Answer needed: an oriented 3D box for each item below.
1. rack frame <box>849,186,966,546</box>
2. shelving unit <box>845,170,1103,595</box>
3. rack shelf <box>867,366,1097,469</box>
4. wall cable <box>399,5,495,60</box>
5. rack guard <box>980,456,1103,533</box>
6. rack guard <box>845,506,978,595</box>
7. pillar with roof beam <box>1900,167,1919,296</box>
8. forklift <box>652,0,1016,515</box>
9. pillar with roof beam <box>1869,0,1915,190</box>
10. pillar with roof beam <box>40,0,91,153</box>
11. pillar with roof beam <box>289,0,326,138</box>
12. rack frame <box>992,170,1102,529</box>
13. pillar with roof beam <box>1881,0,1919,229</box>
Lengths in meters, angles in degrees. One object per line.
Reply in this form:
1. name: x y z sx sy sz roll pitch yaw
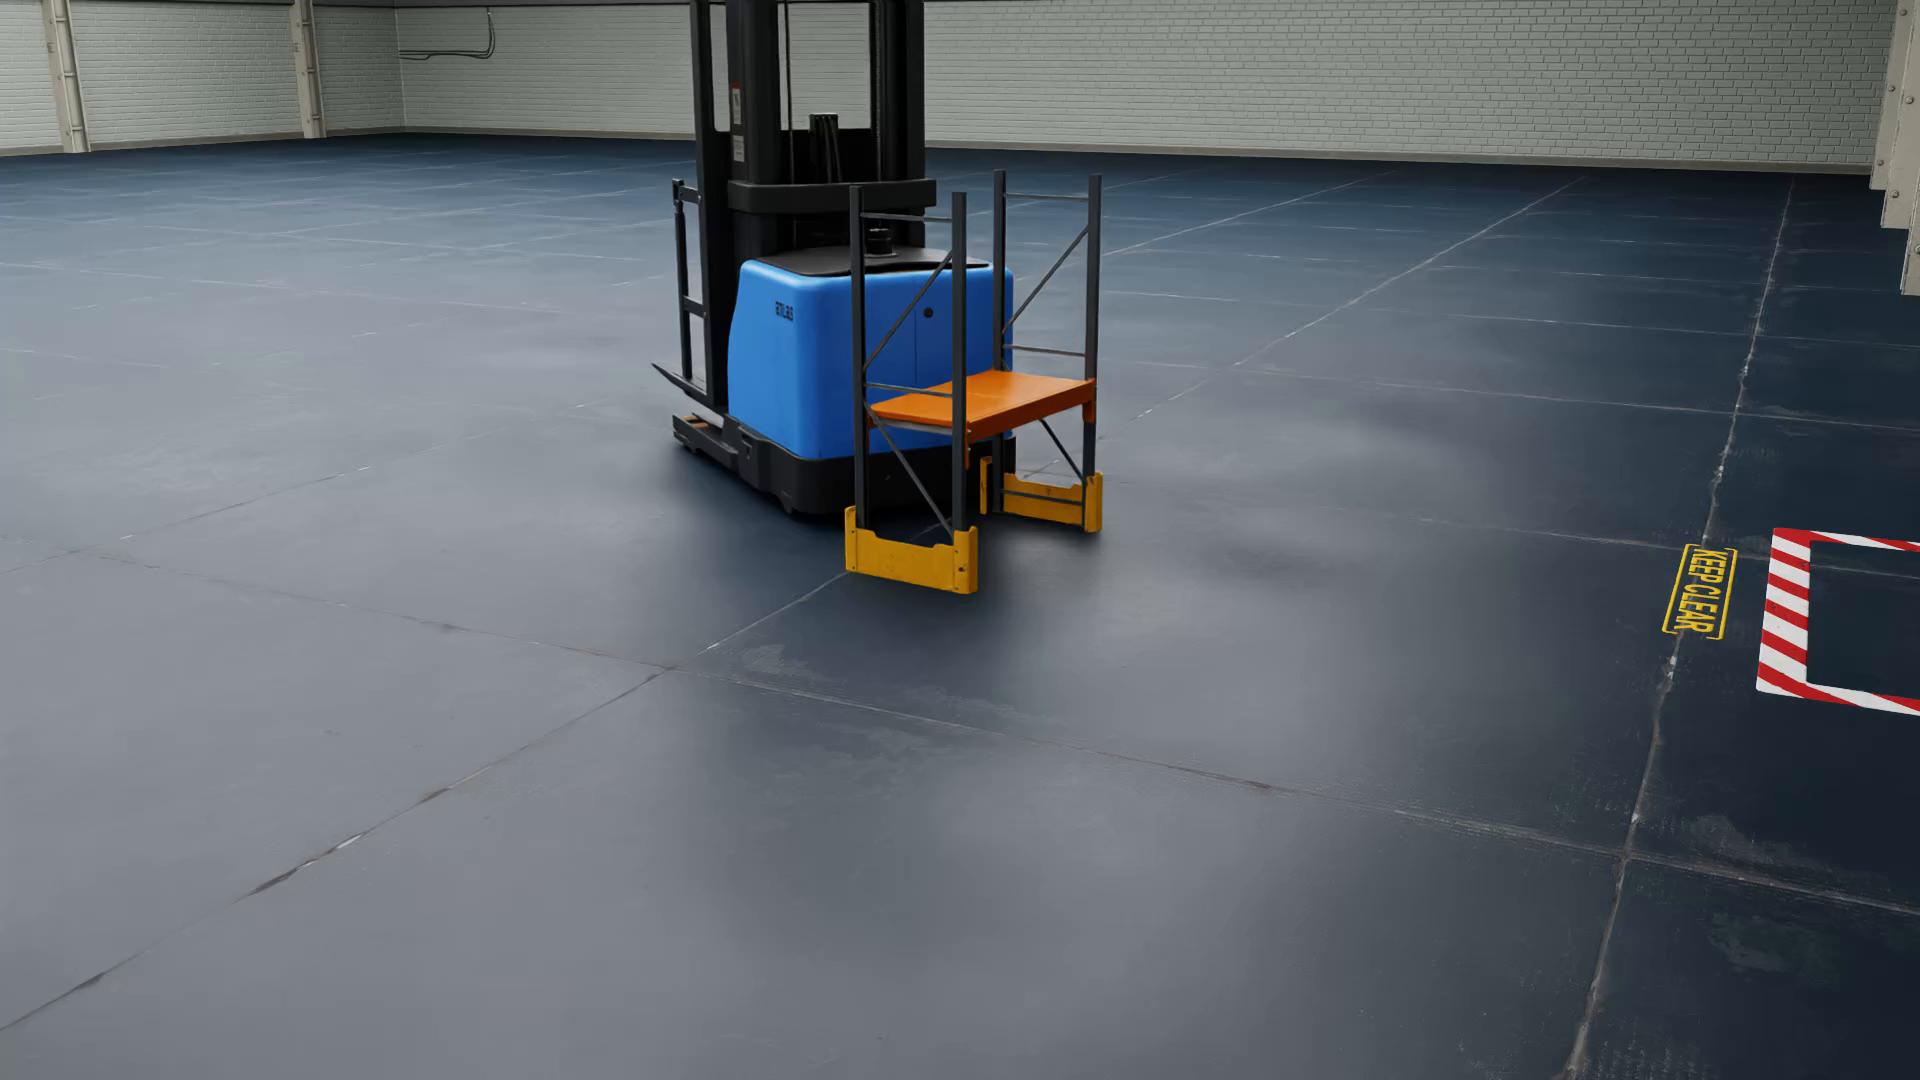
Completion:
1. rack frame: -0.195 -0.562 6.283 0.500 1.500 0.032 10 20 31
2. shelving unit: 0.078 -0.681 6.685 0.587 1.500 1.083 10 20 31
3. rack shelf: 0.082 -0.511 6.743 0.538 0.185 1.000 10 20 31
4. wall cable: -12.183 -12.563 38.972 3.097 2.526 0.112 8 18 25
5. rack guard: 0.349 -0.201 7.263 0.587 0.250 0.087 10 20 31
6. rack guard: -0.194 0.037 6.462 0.587 0.250 0.087 10 20 31
7. pillar with roof beam: 4.284 -6.953 14.630 9.100 9.000 0.400 8 18 25
8. forklift: -0.844 -1.889 8.236 1.130 2.935 3.031 -8 18 -25
9. pillar with roof beam: 9.646 -10.010 24.921 9.100 9.000 0.400 8 18 25
10. pillar with roof beam: -13.513 -11.394 29.580 9.100 9.000 0.400 8 18 25
11. pillar with roof beam: -10.831 -12.922 34.725 9.100 9.000 0.400 8 18 25
12. rack frame: 0.359 -0.805 7.101 0.500 1.500 0.032 10 20 31
13. pillar with roof beam: 6.965 -8.481 19.775 9.100 9.000 0.400 8 18 25
